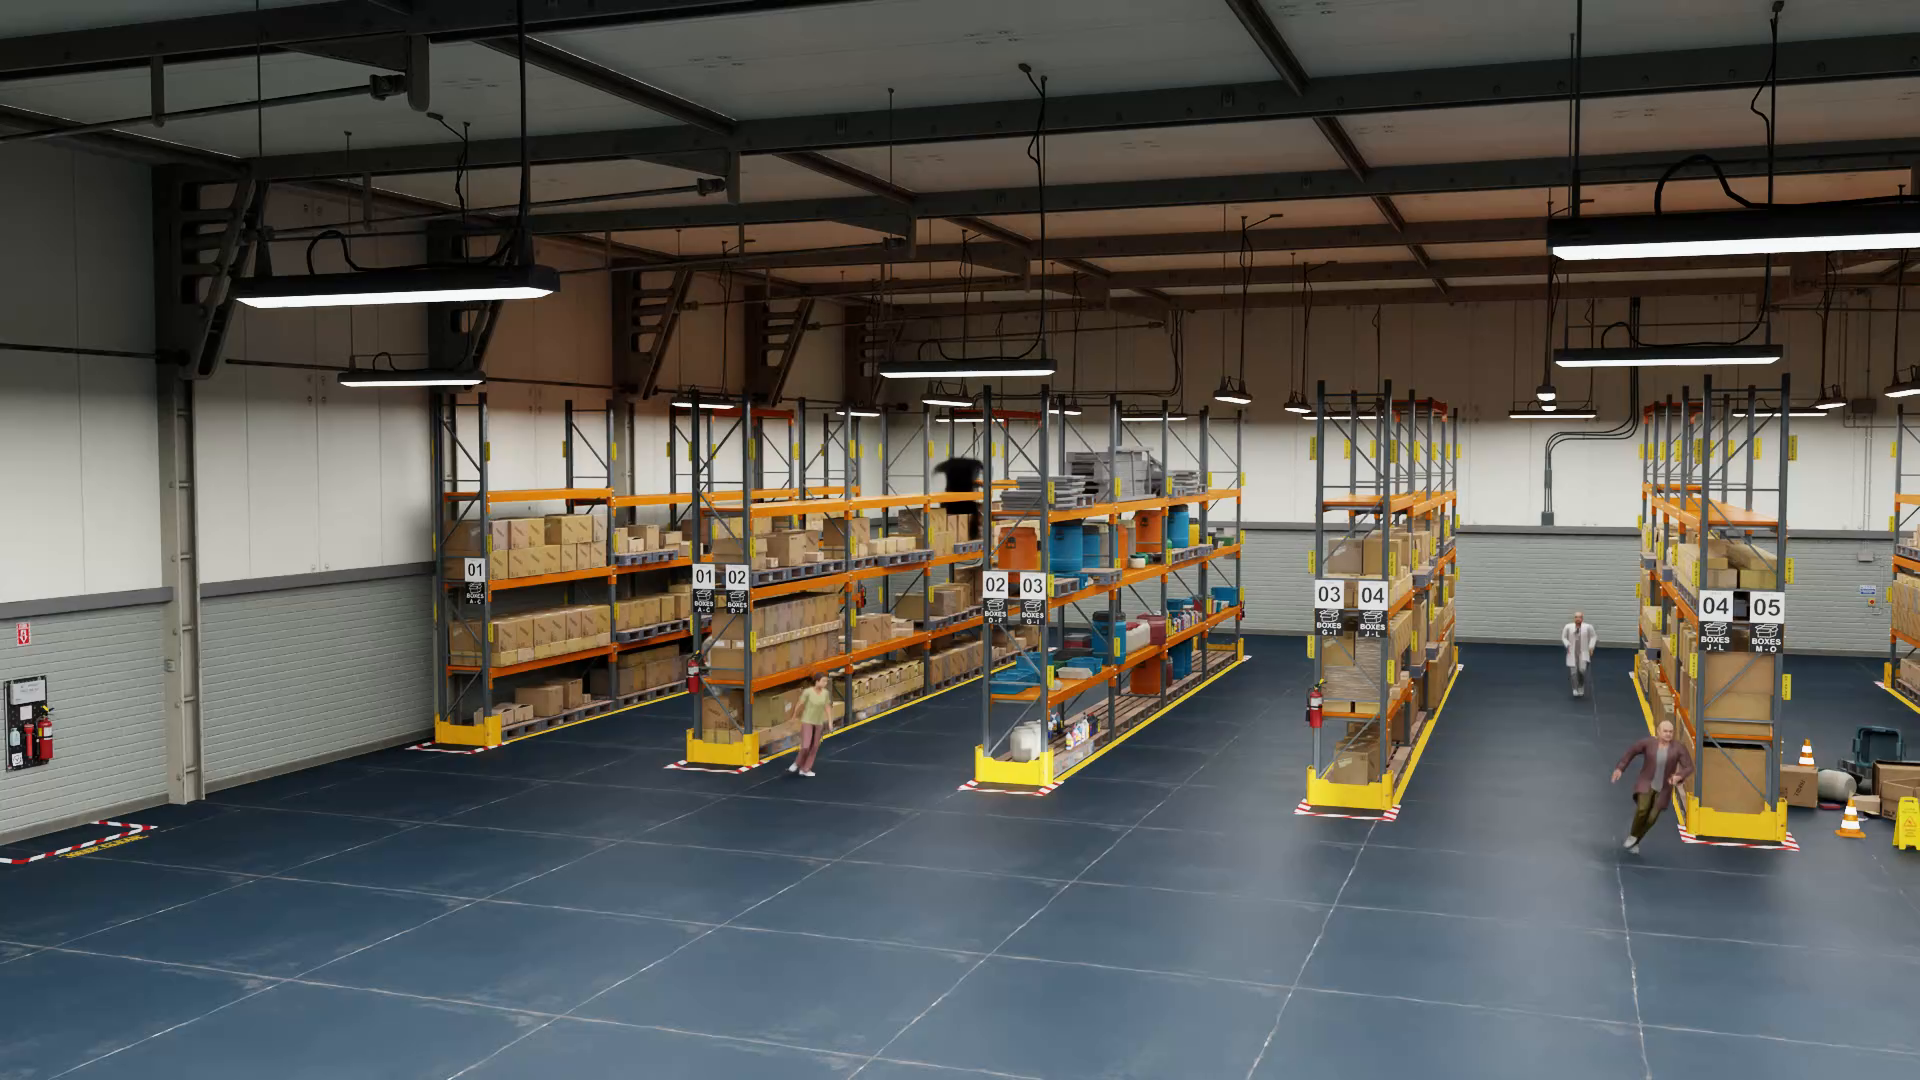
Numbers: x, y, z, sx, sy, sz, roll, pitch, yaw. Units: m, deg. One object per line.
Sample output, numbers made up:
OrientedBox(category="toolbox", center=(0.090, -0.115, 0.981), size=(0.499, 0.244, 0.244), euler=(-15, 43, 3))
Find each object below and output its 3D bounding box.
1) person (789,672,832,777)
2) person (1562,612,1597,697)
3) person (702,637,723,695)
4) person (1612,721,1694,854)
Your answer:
OrientedBox(category="person", center=(-2.301, 2.828, 25.591), size=(0.614, 1.636, 0.524), euler=(-2, 4, -32))
OrientedBox(category="person", center=(12.630, 2.328, 33.941), size=(0.659, 1.743, 0.789), euler=(1, 3, 22))
OrientedBox(category="person", center=(-4.639, 2.450, 31.828), size=(0.651, 1.734, 0.627), euler=(0, 3, -4))
OrientedBox(category="person", center=(8.614, 3.079, 20.614), size=(0.874, 1.691, 0.755), euler=(0, 3, 9))
